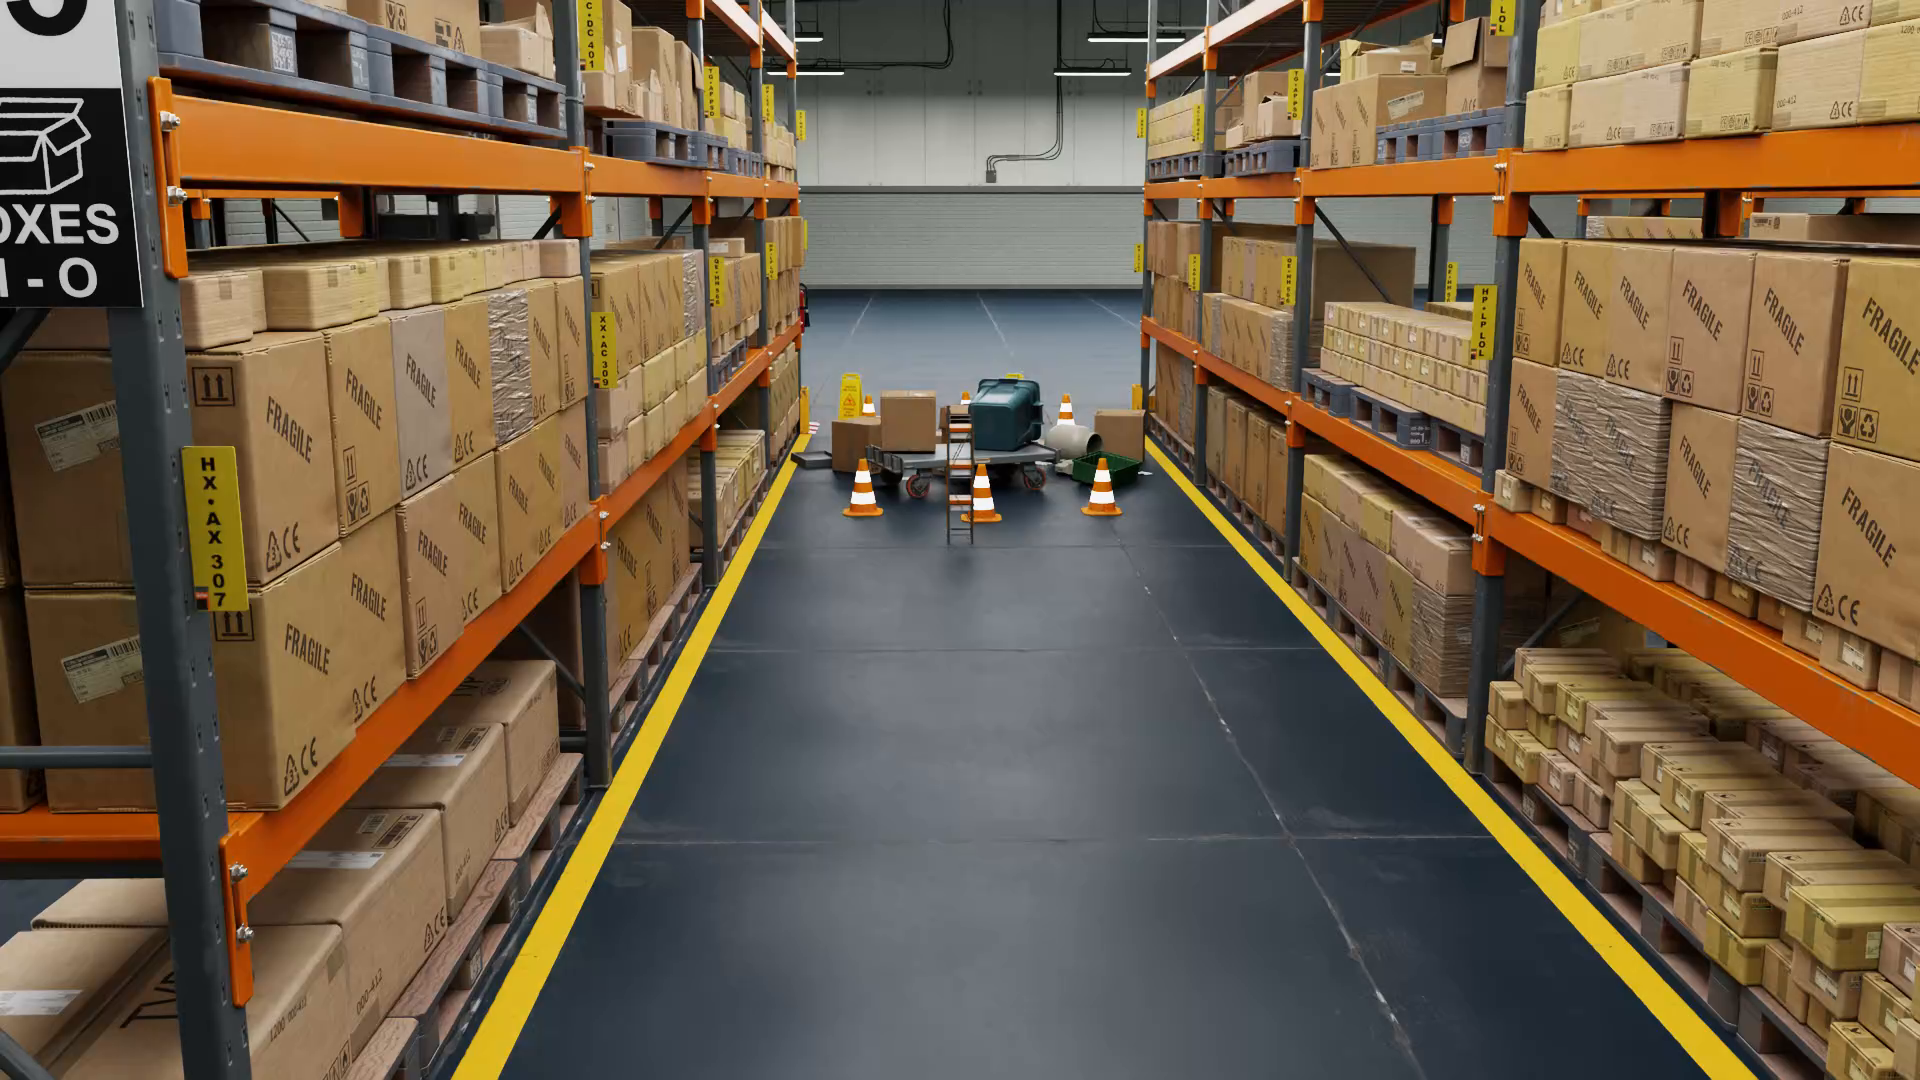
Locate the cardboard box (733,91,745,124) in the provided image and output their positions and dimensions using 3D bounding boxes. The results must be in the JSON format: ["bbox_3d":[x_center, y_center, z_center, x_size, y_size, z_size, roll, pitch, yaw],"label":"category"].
[{"bbox_3d":[-2.114,-3.674,14.146,0.500,0.250,0.500,0,11,0],"label":"cardboard box"}]

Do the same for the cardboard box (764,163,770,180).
[{"bbox_3d":[-1.961,-3.404,15.381,0.380,0.149,0.250,0,11,-1],"label":"cardboard box"}]

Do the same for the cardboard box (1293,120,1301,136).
[{"bbox_3d":[2.544,-2.916,11.622,0.380,0.166,0.250,0,11,-1],"label":"cardboard box"}]

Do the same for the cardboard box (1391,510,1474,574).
[{"bbox_3d":[2.594,0.011,8.807,0.500,0.250,0.500,0,11,2],"label":"cardboard box"}]

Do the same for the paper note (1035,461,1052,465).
[{"bbox_3d":[0.836,-0.786,16.875,0.172,0.023,0.155,4,12,18],"label":"paper note"}]

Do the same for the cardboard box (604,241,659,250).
[{"bbox_3d":[-2.486,-2.189,12.618,0.380,0.149,0.250,-1,11,-4],"label":"cardboard box"}]

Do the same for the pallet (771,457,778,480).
[{"bbox_3d":[-2.302,-0.709,16.021,1.003,0.211,1.213,0,11,-1],"label":"pallet"}]

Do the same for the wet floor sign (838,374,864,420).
[{"bbox_3d":[-1.270,-1.625,19.447,0.267,0.644,0.232,4,12,18],"label":"wet floor sign"}]

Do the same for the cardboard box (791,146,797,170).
[{"bbox_3d":[-2.056,-4.179,18.197,0.500,0.250,0.500,0,11,-2],"label":"cardboard box"}]

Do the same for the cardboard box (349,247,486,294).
[{"bbox_3d":[-1.800,-0.894,5.524,0.380,0.149,0.250,0,11,-2],"label":"cardboard box"}]

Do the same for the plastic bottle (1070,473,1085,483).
[{"bbox_3d":[1.179,-0.591,15.818,0.133,0.061,0.283,-7,13,-30],"label":"plastic bottle"}]

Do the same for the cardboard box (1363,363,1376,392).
[{"bbox_3d":[2.610,-0.966,9.854,0.380,0.149,0.250,0,11,1],"label":"cardboard box"}]

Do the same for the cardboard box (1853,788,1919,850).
[{"bbox_3d":[3.223,0.936,5.519,0.380,0.149,0.250,0,11,0],"label":"cardboard box"}]

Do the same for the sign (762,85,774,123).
[{"bbox_3d":[-1.698,-3.861,14.712,0.100,0.325,0.005,0,11,-1],"label":"sign"}]

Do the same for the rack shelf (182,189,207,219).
[{"bbox_3d":[-7.174,-2.641,12.796,1.077,0.370,4.000,0,11,-1],"label":"rack shelf"}]

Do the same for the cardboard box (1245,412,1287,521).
[{"bbox_3d":[2.832,-0.586,13.003,1.050,0.750,0.750,0,11,0],"label":"cardboard box"}]

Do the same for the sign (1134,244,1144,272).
[{"bbox_3d":[2.056,-3.239,19.105,0.100,0.325,0.005,0,11,-1],"label":"sign"}]

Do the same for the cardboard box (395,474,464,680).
[{"bbox_3d":[-1.759,0.096,4.788,0.500,0.500,0.500,0,11,-1],"label":"cardboard box"}]

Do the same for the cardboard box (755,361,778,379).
[{"bbox_3d":[-1.938,-1.629,15.886,0.380,0.149,0.250,0,11,0],"label":"cardboard box"}]

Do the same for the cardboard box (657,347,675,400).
[{"bbox_3d":[-1.850,-0.916,9.150,0.500,0.250,0.500,-1,11,-3],"label":"cardboard box"}]

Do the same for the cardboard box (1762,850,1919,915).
[{"bbox_3d":[2.655,1.046,4.977,0.380,0.149,0.250,-1,11,-3],"label":"cardboard box"}]

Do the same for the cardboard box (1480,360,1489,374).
[{"bbox_3d":[2.655,-0.845,7.760,0.380,0.149,0.250,0,11,1],"label":"cardboard box"}]

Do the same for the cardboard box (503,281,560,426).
[{"bbox_3d":[-1.800,-0.697,6.184,0.500,0.500,0.500,0,11,-2],"label":"cardboard box"}]

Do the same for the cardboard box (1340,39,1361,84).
[{"bbox_3d":[2.520,-2.897,10.075,0.396,0.266,0.258,0,11,-1],"label":"cardboard box"}]

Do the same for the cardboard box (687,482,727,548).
[{"bbox_3d":[-2.172,-0.177,11.940,0.950,0.372,0.625,-1,12,-5],"label":"cardboard box"}]

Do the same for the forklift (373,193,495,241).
[{"bbox_3d":[-4.843,-1.927,15.187,1.130,2.935,3.031,0,11,-2],"label":"forklift"}]

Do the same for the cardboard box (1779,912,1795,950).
[{"bbox_3d":[2.730,1.188,5.025,0.380,0.149,0.250,0,11,-2],"label":"cardboard box"}]

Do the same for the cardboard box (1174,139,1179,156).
[{"bbox_3d":[2.338,-3.908,16.559,0.380,0.149,0.250,0,11,-2],"label":"cardboard box"}]

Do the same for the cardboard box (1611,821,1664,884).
[{"bbox_3d":[2.613,1.131,6.055,0.380,0.149,0.250,-1,11,-3],"label":"cardboard box"}]

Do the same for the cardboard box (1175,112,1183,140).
[{"bbox_3d":[2.408,-4.076,16.383,0.500,0.250,0.500,0,11,-2],"label":"cardboard box"}]

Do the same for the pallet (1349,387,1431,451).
[{"bbox_3d":[2.858,-0.700,9.446,1.003,0.211,1.213,0,11,-1],"label":"pallet"}]

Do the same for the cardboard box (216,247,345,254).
[{"bbox_3d":[-2.264,-0.891,5.508,0.380,0.149,0.250,0,11,-1],"label":"cardboard box"}]

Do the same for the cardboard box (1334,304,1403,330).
[{"bbox_3d":[2.600,-1.415,10.570,0.380,0.149,0.250,-1,11,-3],"label":"cardboard box"}]

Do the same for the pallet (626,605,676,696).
[{"bbox_3d":[-2.207,0.619,9.478,1.003,0.211,1.213,0,11,-1],"label":"pallet"}]

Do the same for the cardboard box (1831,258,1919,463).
[{"bbox_3d":[2.673,-0.472,4.328,0.500,0.500,0.500,-1,11,-3],"label":"cardboard box"}]

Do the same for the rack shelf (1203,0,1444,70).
[{"bbox_3d":[2.735,-3.976,12.840,1.077,0.370,4.000,0,11,-1],"label":"rack shelf"}]

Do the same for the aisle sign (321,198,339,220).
[{"bbox_3d":[-7.006,-4.004,18.713,0.394,0.787,0.004,0,11,-1],"label":"aisle sign"}]

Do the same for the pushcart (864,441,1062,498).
[{"bbox_3d":[0.025,-0.676,15.442,1.648,0.377,0.936,-4,12,-21],"label":"pushcart"}]

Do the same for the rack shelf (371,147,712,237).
[{"bbox_3d":[-2.129,-1.867,8.980,1.077,0.370,4.000,0,11,-1],"label":"rack shelf"}]

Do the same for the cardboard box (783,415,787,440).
[{"bbox_3d":[-2.031,-1.130,16.944,0.500,0.250,0.500,0,11,-2],"label":"cardboard box"}]

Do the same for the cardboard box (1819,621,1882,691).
[{"bbox_3d":[2.636,0.313,4.605,0.380,0.149,0.250,0,11,0],"label":"cardboard box"}]

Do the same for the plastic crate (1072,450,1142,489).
[{"bbox_3d":[1.380,-0.661,15.703,0.450,0.188,0.662,17,18,26],"label":"plastic crate"}]

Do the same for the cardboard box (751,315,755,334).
[{"bbox_3d":[-1.938,-1.820,14.060,0.380,0.149,0.250,0,11,-2],"label":"cardboard box"}]

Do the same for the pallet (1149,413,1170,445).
[{"bbox_3d":[2.706,-1.252,18.700,1.003,0.211,1.213,0,11,-1],"label":"pallet"}]

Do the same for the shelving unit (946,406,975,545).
[{"bbox_3d":[0.001,-0.504,12.902,0.215,1.050,0.252,0,11,-1],"label":"shelving unit"}]

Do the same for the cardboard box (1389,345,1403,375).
[{"bbox_3d":[2.623,-1.009,9.316,0.380,0.149,0.250,0,11,1],"label":"cardboard box"}]

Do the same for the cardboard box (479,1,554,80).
[{"bbox_3d":[-1.755,-1.885,6.292,0.396,0.266,0.258,0,11,1],"label":"cardboard box"}]

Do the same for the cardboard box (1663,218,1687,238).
[{"bbox_3d":[7.349,-2.954,16.563,0.500,0.500,0.500,0,11,-1],"label":"cardboard box"}]

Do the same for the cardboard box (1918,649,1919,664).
[{"bbox_3d":[2.675,0.120,3.923,0.500,0.500,0.500,0,11,0],"label":"cardboard box"}]

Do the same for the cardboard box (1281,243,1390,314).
[{"bbox_3d":[2.765,-1.916,12.192,0.700,0.500,0.500,0,11,-2],"label":"cardboard box"}]

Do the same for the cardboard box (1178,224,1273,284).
[{"bbox_3d":[2.593,-2.767,16.062,0.875,0.550,0.550,0,11,-1],"label":"cardboard box"}]

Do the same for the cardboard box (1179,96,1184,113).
[{"bbox_3d":[2.346,-4.248,16.226,0.380,0.149,0.250,0,11,-1],"label":"cardboard box"}]

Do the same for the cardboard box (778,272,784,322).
[{"bbox_3d":[-2.015,-2.425,16.467,0.500,0.500,0.500,0,11,-2],"label":"cardboard box"}]

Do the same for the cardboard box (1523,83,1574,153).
[{"bbox_3d":[2.605,-1.695,6.704,0.500,0.250,0.500,0,11,2],"label":"cardboard box"}]

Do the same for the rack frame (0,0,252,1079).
[{"bbox_3d":[-2.009,0.444,3.328,0.949,2.616,0.053,0,11,-1],"label":"rack frame"}]
